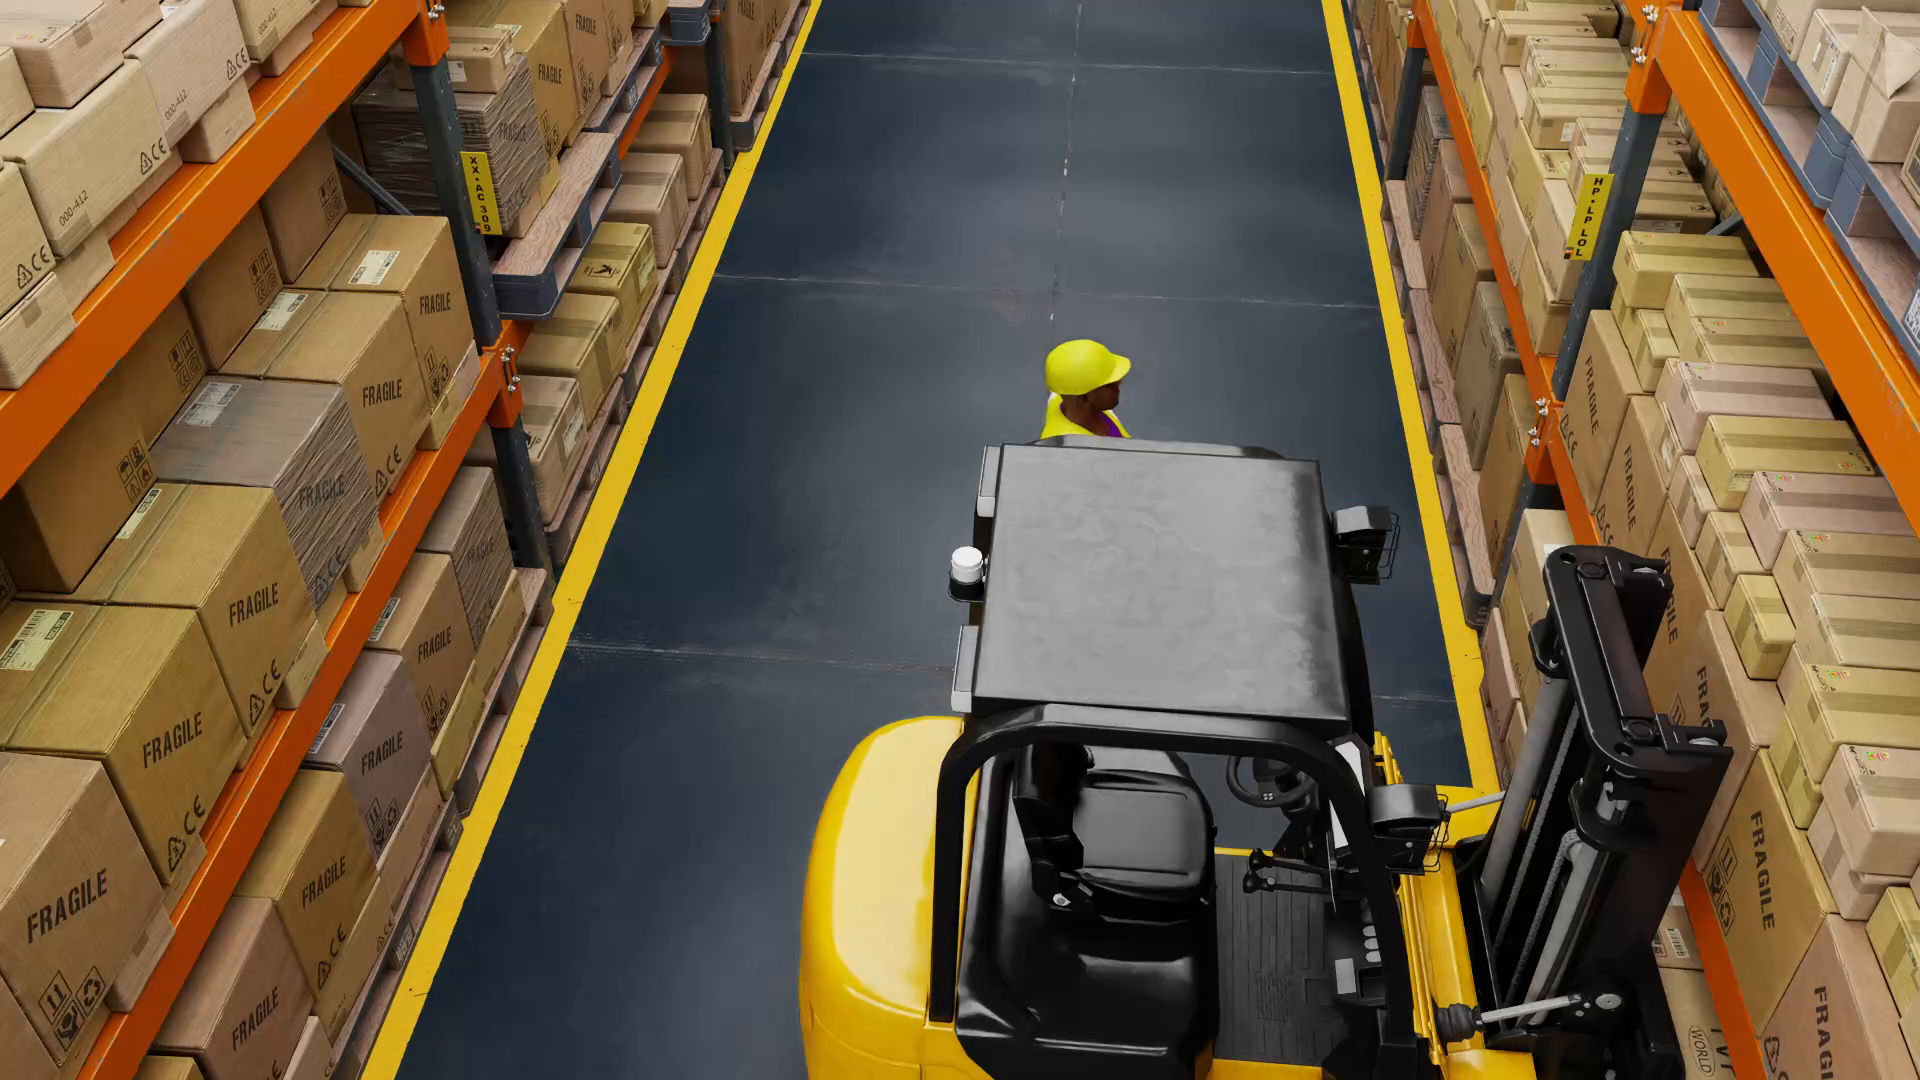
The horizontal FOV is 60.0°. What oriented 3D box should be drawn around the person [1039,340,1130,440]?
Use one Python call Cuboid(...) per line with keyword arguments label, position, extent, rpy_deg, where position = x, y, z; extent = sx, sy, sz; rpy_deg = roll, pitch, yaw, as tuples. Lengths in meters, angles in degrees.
Cuboid(label="person", position=(0.569, 0.032, 6.104), extent=(0.587, 1.761, 0.503), rpy_deg=(4, 40, 4))
